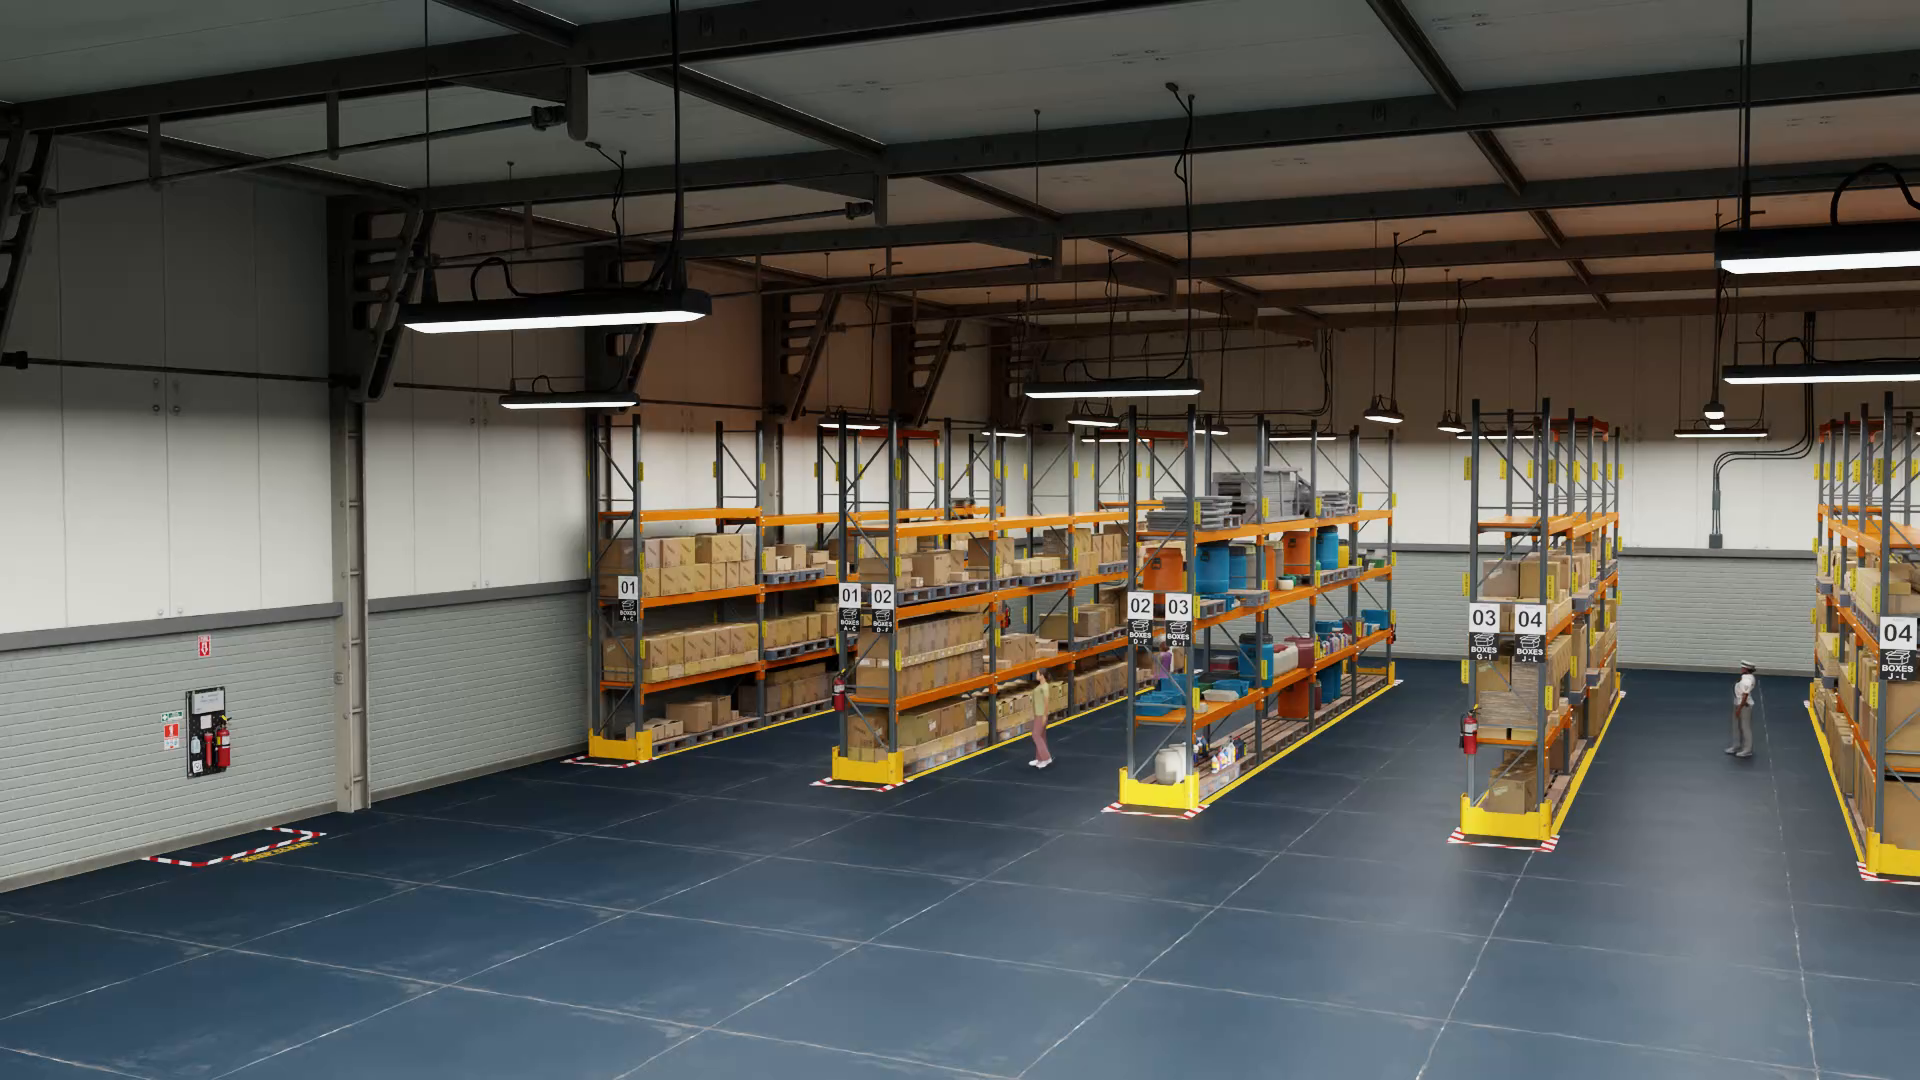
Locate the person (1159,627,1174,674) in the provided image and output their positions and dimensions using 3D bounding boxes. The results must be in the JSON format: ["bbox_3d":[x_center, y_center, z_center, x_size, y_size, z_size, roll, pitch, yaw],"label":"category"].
[{"bbox_3d":[4.426,2.636,35.962,0.474,1.787,0.605,0,2,4],"label":"person"}]

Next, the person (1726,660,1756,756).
[{"bbox_3d":[13.799,2.953,29.348,0.433,1.673,0.504,0,2,6],"label":"person"}]

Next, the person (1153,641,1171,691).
[{"bbox_3d":[4.082,2.835,33.664,0.416,1.594,0.529,-1,3,-28],"label":"person"}]

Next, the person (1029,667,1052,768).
[{"bbox_3d":[1.373,3.001,28.246,0.384,1.685,0.483,0,2,-3],"label":"person"}]
